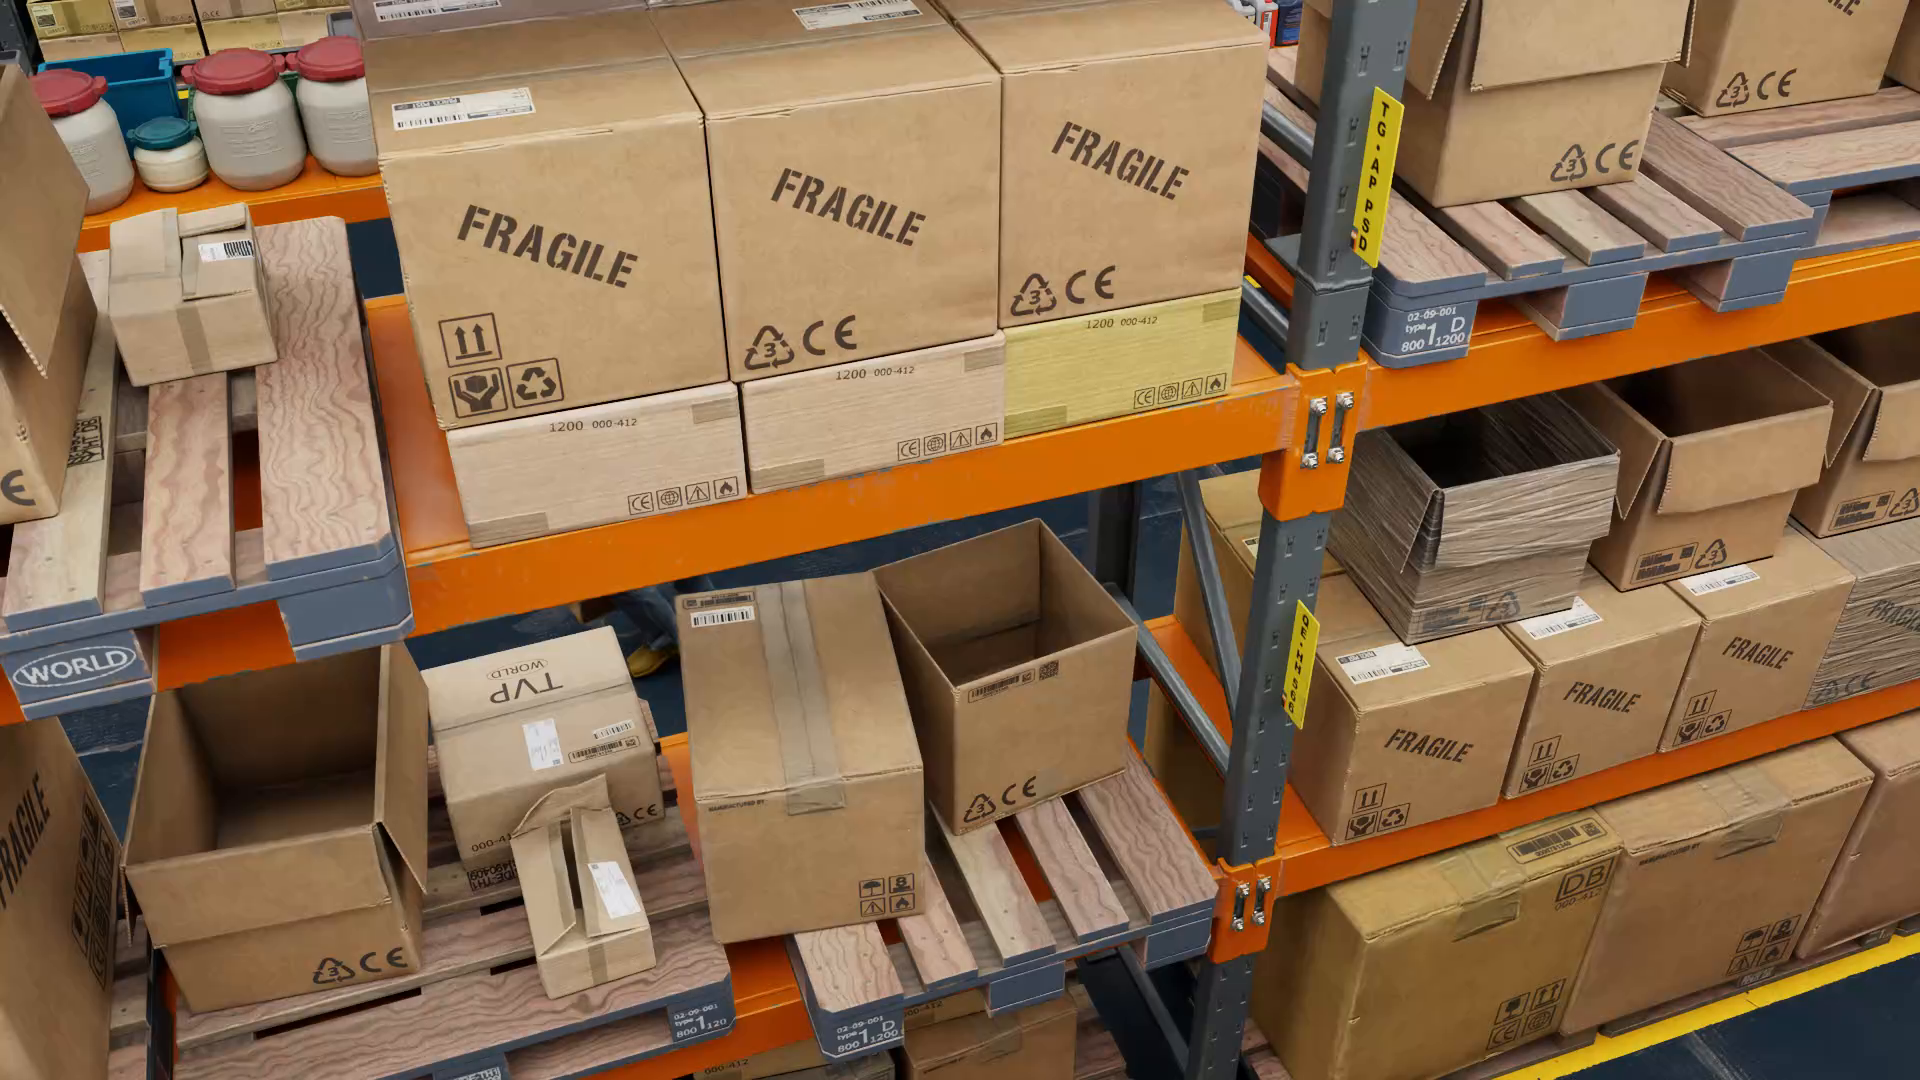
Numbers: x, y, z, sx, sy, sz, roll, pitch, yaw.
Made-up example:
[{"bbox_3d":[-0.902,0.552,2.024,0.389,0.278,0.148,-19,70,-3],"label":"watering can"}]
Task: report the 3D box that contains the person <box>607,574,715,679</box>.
[{"bbox_3d":[-1.256,-0.239,6.460,0.590,1.745,0.680,-11,39,-14],"label":"person"}]
